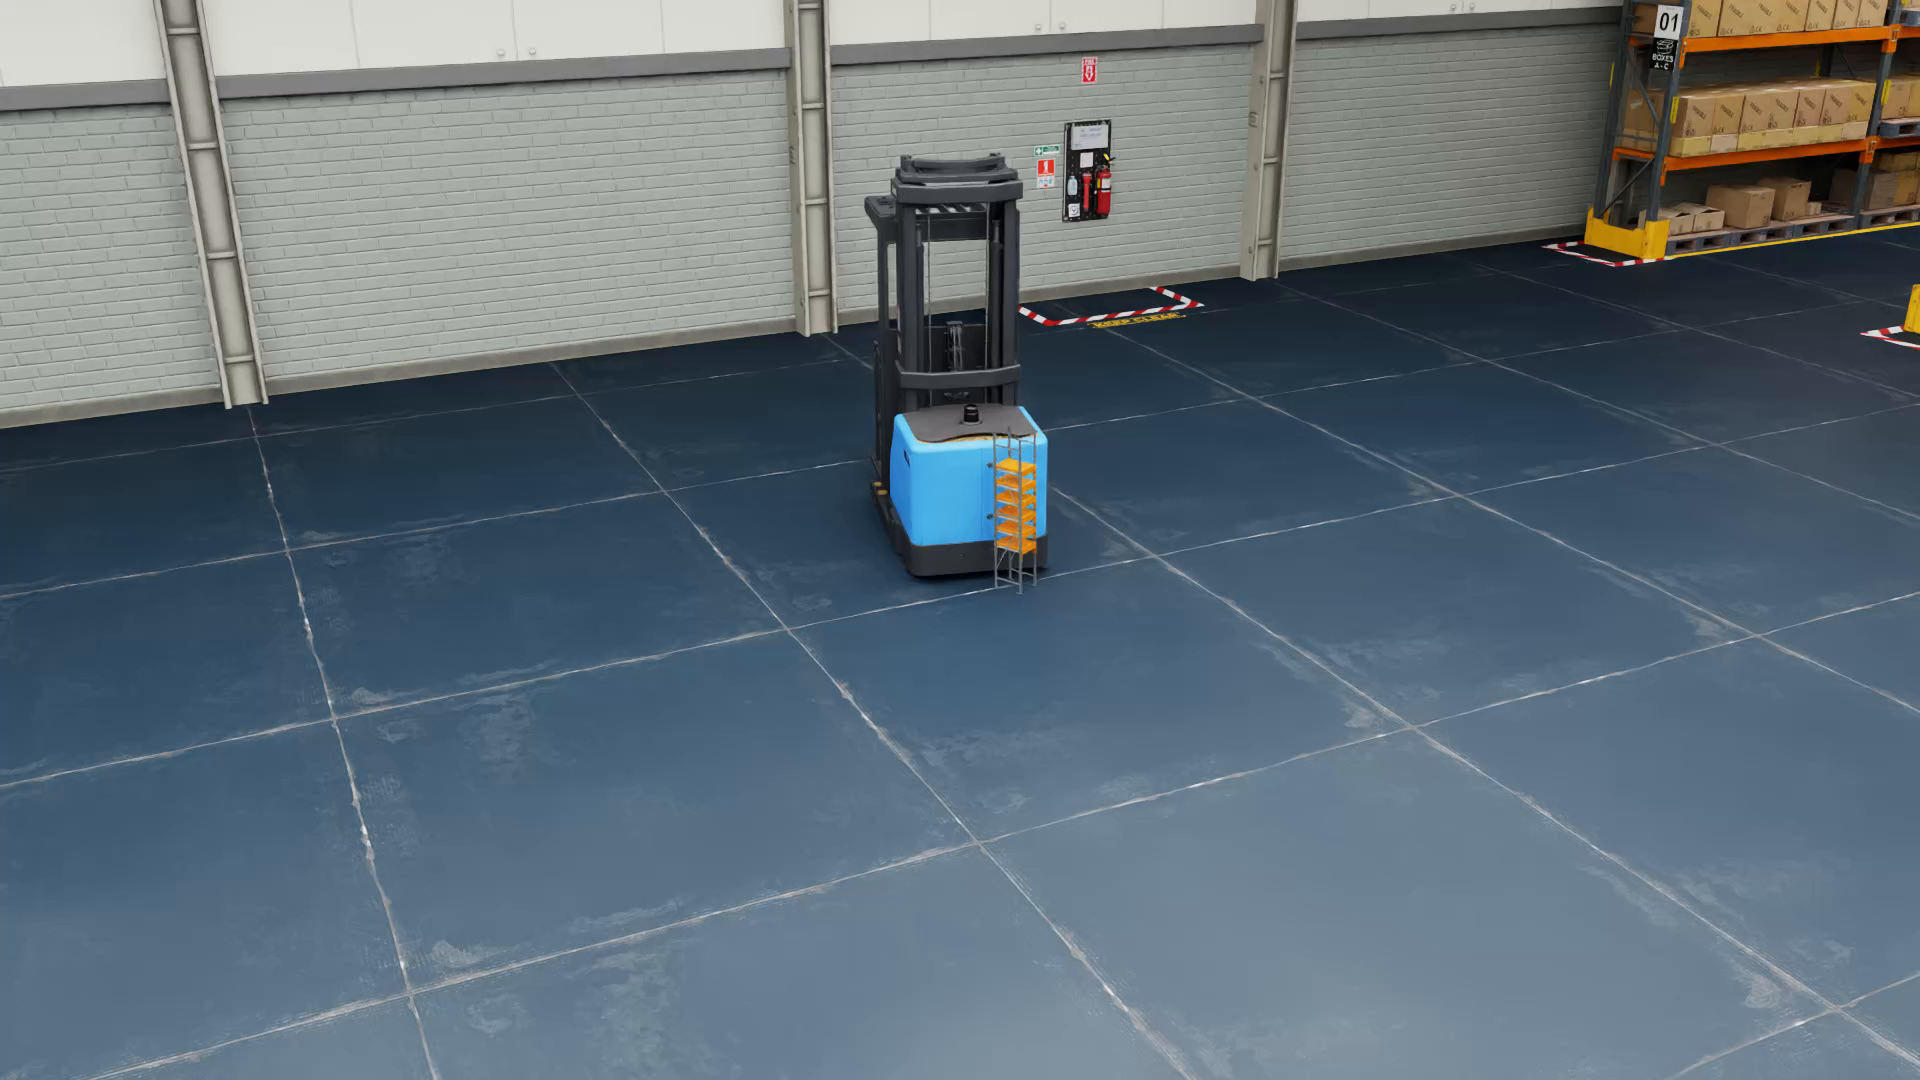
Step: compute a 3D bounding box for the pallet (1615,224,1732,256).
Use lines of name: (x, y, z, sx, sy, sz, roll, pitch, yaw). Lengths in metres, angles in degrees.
pallet: (9.760, -4.162, 22.852, 1.213, 0.211, 1.003, -10, 25, -24)

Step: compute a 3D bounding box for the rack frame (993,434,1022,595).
rack frame: (0.342, -0.175, 11.925, 0.240, 1.200, 0.006, 16, 29, 34)

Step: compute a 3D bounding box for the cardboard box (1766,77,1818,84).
cardboard box: (11.566, -6.175, 23.258, 0.500, 0.500, 0.500, -11, 25, -24)

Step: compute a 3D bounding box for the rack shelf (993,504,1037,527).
rack shelf: (0.398, -0.164, 12.010, 0.258, 0.103, 0.180, 16, 29, 34)

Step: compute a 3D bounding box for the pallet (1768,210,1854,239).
pallet: (11.958, -4.567, 23.830, 1.213, 0.211, 1.003, -10, 25, -24)

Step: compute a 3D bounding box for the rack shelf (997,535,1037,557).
rack shelf: (0.402, 0.056, 12.105, 0.258, 0.103, 0.180, 16, 29, 34)

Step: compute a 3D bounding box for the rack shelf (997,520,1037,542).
rack shelf: (0.400, -0.054, 12.058, 0.258, 0.103, 0.180, 16, 29, 34)

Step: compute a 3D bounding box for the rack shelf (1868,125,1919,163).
rack shelf: (14.350, -5.978, 24.534, 4.000, 0.370, 1.077, -10, 25, -24)

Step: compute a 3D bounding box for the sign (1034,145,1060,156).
sign: (1.015, -4.540, 19.381, 0.331, 0.109, 0.001, -10, 25, -24)

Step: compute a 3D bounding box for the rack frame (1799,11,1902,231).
rack frame: (12.548, -5.979, 23.595, 0.127, 3.000, 1.000, -10, 25, -24)

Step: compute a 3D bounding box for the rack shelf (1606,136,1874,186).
rack shelf: (10.746, -5.315, 22.931, 4.000, 0.370, 1.077, -10, 25, -24)

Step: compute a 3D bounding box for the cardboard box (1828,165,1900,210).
cardboard box: (13.204, -5.155, 24.298, 0.500, 0.500, 0.700, -10, 24, -22)

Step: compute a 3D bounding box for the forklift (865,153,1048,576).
forklift: (-0.134, -1.622, 13.159, 1.130, 2.935, 3.031, -4, 23, -10)

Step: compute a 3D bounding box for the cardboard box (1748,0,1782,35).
cardboard box: (10.319, -6.890, 21.718, 0.500, 0.500, 0.500, -9, 24, -21)

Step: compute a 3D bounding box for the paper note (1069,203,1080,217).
paper note: (1.360, -3.925, 19.785, 0.142, 0.148, 0.016, -10, 25, -24)

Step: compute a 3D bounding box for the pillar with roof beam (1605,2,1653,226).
pillar with roof beam: (11.067, -7.018, 18.261, 0.400, 9.000, 9.100, -10, 25, -24)

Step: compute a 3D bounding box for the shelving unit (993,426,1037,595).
shelving unit: (0.397, -0.205, 11.992, 0.258, 1.200, 0.189, 16, 29, 34)

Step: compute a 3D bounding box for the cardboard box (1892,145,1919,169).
cardboard box: (14.067, -5.663, 24.545, 0.500, 0.250, 0.500, -11, 25, -25)

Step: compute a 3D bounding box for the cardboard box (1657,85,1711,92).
cardboard box: (9.734, -5.833, 22.433, 0.500, 0.500, 0.500, -10, 25, -23)

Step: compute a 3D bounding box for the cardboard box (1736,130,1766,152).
cardboard box: (10.445, -5.400, 22.367, 0.500, 0.250, 0.500, -11, 25, -24)

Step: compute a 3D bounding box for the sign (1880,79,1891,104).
sign: (12.790, -6.193, 22.981, 0.005, 0.325, 0.100, -10, 25, -24)

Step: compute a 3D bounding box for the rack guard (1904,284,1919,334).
rack guard: (11.074, -2.450, 18.338, 0.348, 0.500, 1.175, -10, 25, -24)

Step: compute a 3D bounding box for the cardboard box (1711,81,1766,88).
cardboard box: (10.652, -6.004, 22.846, 0.500, 0.500, 0.500, -10, 25, -23)

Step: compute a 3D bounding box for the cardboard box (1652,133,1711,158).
cardboard box: (9.521, -5.227, 21.948, 0.500, 0.250, 0.500, -11, 25, -25)

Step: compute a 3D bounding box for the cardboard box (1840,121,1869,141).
cardboard box: (12.253, -5.736, 23.178, 0.500, 0.250, 0.500, -10, 25, -23)

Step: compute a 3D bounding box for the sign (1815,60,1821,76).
sign: (12.304, -6.705, 23.834, 0.005, 0.325, 0.100, -10, 25, -24)

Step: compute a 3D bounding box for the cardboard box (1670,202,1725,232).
cardboard box: (10.120, -4.455, 22.853, 0.500, 0.311, 0.500, -8, 24, -19)

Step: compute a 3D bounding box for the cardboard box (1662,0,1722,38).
cardboard box: (9.354, -6.726, 21.321, 0.500, 0.500, 0.500, -10, 24, -22)

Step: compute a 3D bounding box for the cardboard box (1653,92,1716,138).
cardboard box: (9.504, -5.577, 21.815, 0.500, 0.500, 0.500, -10, 25, -24)

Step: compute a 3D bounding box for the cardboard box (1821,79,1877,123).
cardboard box: (12.256, -6.080, 23.030, 0.500, 0.500, 0.500, -10, 25, -24)

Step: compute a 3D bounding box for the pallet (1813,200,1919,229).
pallet: (13.249, -4.820, 24.442, 1.213, 0.211, 1.003, -10, 25, -24)

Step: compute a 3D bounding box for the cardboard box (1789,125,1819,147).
cardboard box: (11.354, -5.567, 22.771, 0.500, 0.250, 0.500, -11, 25, -24)

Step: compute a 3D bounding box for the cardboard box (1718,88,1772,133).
cardboard box: (10.422, -5.740, 22.206, 0.500, 0.500, 0.500, -11, 25, -25)

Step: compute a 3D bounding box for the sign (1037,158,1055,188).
sign: (1.007, -4.298, 19.487, 0.234, 0.329, 0.001, -10, 25, -24)

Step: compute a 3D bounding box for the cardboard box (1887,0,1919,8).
cardboard box: (13.075, -7.668, 23.074, 0.500, 0.500, 0.500, -7, 23, -16)

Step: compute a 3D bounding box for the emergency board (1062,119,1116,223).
emergency board: (1.550, -4.338, 19.630, 0.643, 1.169, 0.194, -10, 25, -24)

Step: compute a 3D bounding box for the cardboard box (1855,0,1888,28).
cardboard box: (12.198, -7.251, 22.589, 0.500, 0.500, 0.500, -10, 24, -22)

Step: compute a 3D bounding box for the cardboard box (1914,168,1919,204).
cardboard box: (14.125, -5.329, 24.718, 0.500, 0.500, 0.700, -10, 25, -23)

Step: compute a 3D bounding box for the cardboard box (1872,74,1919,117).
cardboard box: (13.528, -6.391, 23.885, 0.500, 0.500, 0.700, -8, 24, -18)

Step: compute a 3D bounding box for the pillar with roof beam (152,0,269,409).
pillar with roof beam: (-5.152, -4.032, 11.048, 0.400, 9.000, 9.100, -10, 25, -24)

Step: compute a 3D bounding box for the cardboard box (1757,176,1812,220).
cardboard box: (11.630, -4.841, 23.540, 0.500, 0.500, 0.500, -12, 26, -28)

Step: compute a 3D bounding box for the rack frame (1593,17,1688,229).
rack frame: (8.944, -5.315, 21.992, 0.127, 3.000, 1.000, -10, 25, -24)

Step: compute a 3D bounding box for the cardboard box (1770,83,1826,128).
cardboard box: (11.351, -5.916, 22.632, 0.500, 0.500, 0.500, -11, 25, -25)

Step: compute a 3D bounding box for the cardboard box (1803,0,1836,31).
cardboard box: (11.256, -7.067, 22.145, 0.500, 0.500, 0.500, -11, 25, -26)
